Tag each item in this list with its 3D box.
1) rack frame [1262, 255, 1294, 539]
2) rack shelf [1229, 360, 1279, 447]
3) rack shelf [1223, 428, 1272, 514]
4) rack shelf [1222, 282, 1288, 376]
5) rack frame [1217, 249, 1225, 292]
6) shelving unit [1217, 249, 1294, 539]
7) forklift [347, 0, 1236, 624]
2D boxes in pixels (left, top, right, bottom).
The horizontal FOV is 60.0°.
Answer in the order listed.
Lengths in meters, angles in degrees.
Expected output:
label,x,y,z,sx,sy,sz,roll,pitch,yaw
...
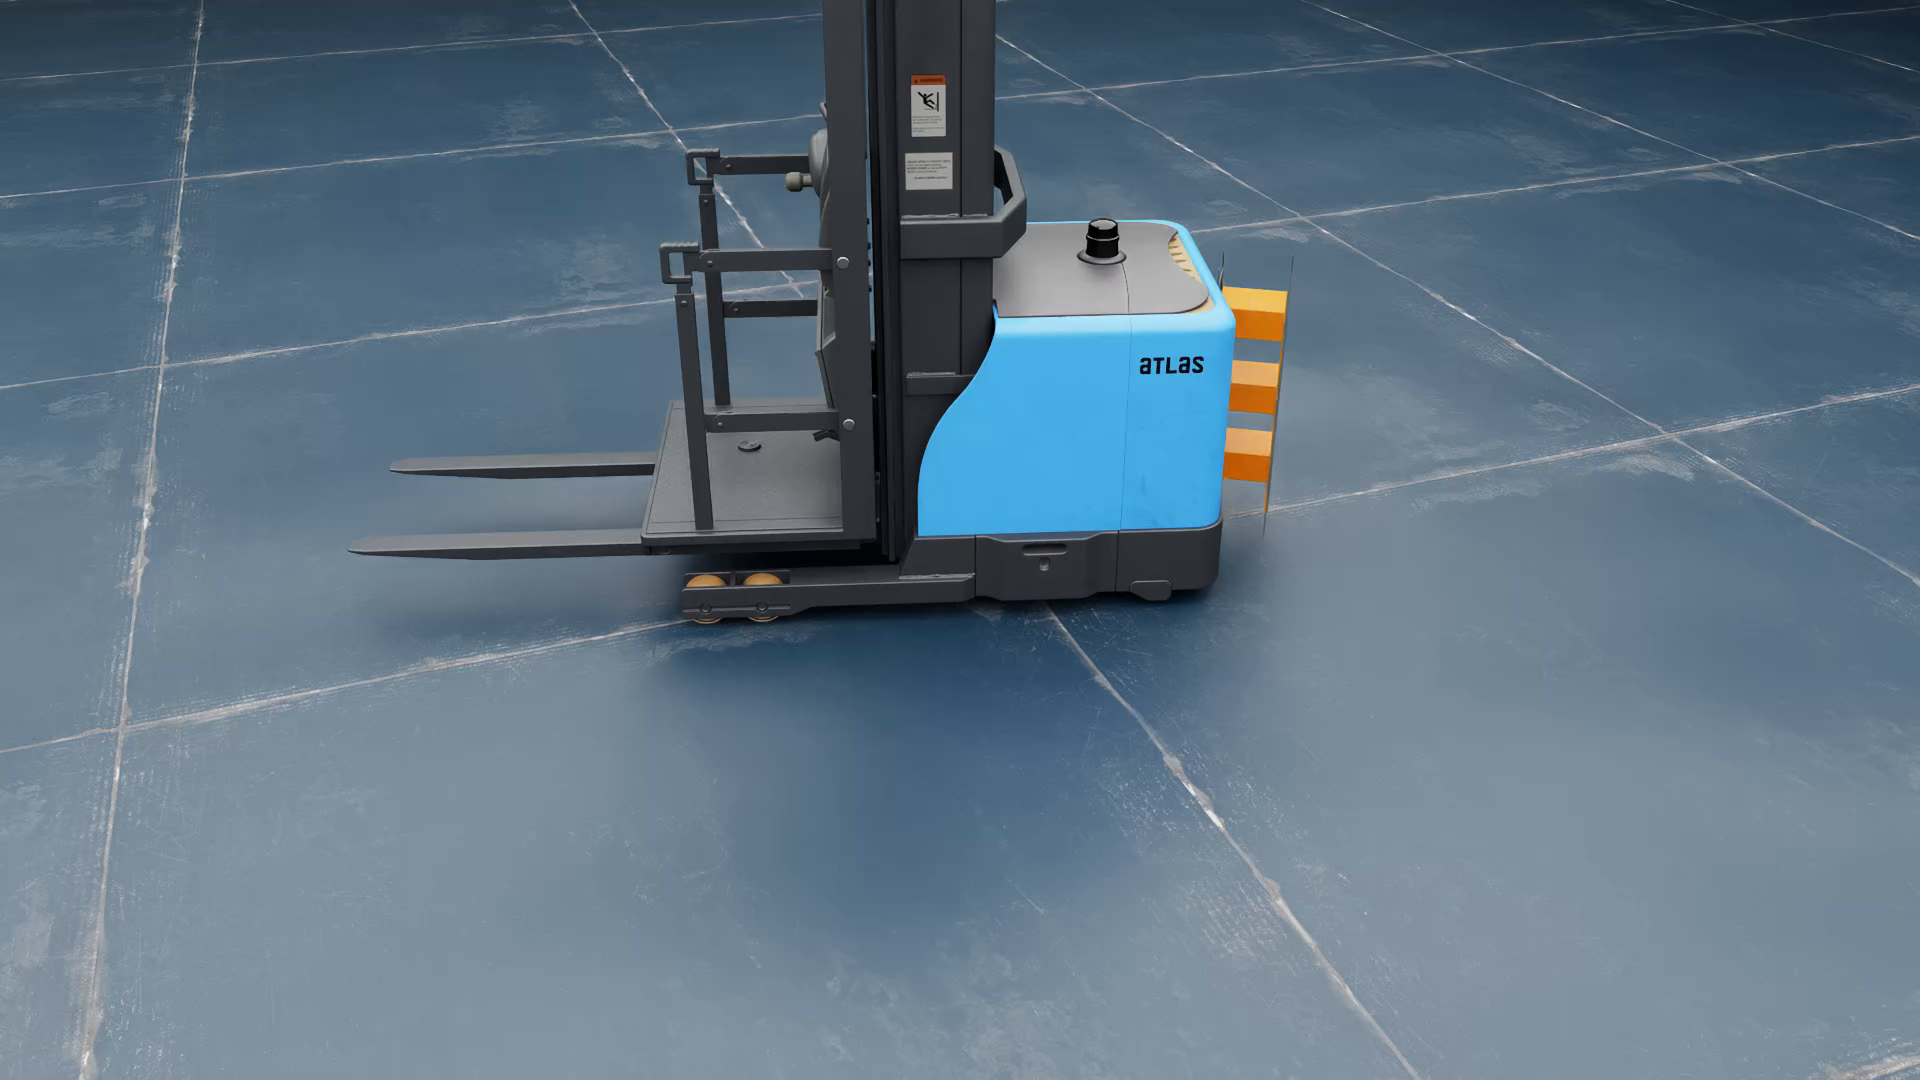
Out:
label,x,y,z,sx,sy,sz,roll,pitch,yaw
rack frame,1.163,-0.509,6.083,0.008,1.050,0.200,6,31,11
rack shelf,1.044,-0.514,6.111,0.240,0.259,0.215,6,31,11
rack shelf,1.044,-0.273,6.250,0.240,0.259,0.215,6,31,11
rack shelf,1.043,-0.760,5.970,0.240,0.259,0.215,6,31,11
rack frame,0.925,-0.536,6.129,0.008,1.050,0.200,6,31,11
shelving unit,1.044,-0.523,6.106,0.252,1.050,0.215,6,31,11
forklift,-0.625,-1.254,5.491,3.031,2.935,1.130,-2,30,-3
